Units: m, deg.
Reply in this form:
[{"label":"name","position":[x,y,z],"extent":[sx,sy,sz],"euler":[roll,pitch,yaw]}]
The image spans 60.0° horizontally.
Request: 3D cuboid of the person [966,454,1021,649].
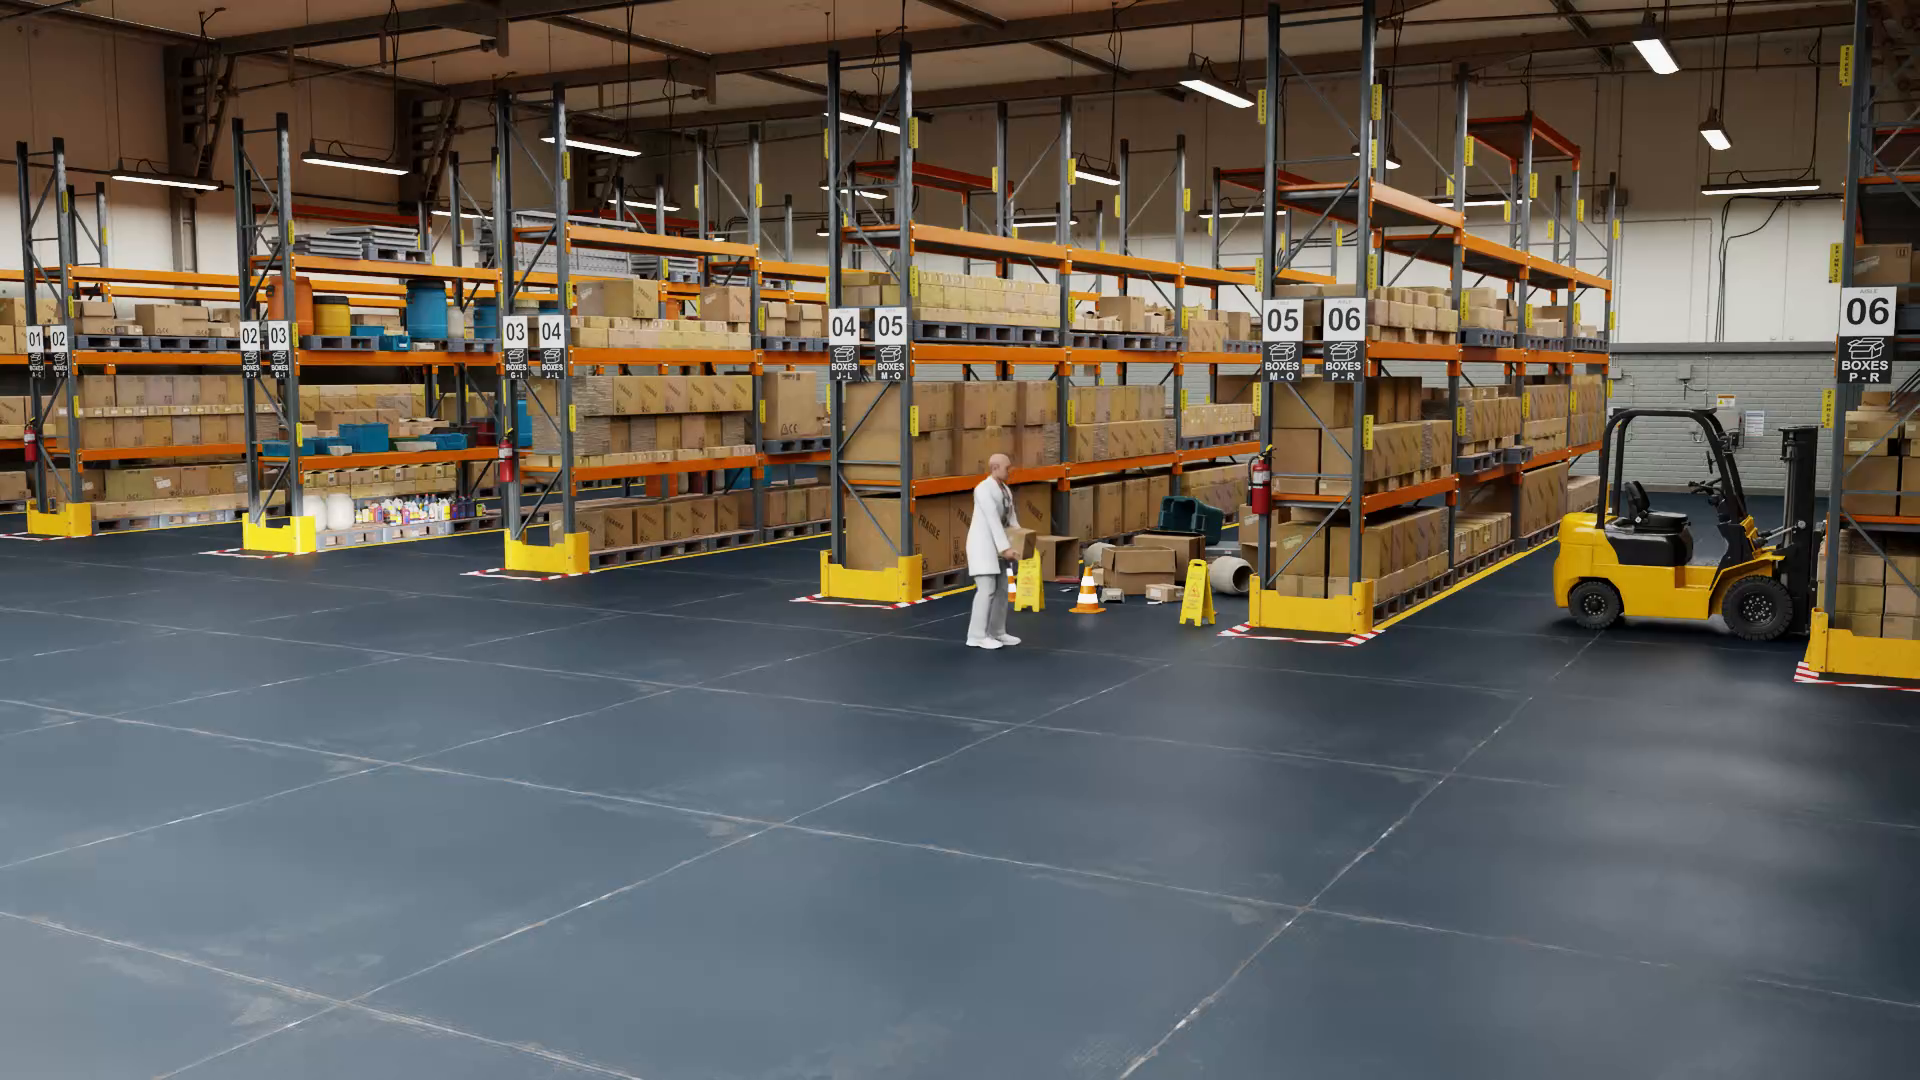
[{"label":"person","position":[0.353,0.097,15.185],"extent":[0.580,1.771,0.530],"euler":[3,7,27]}]
